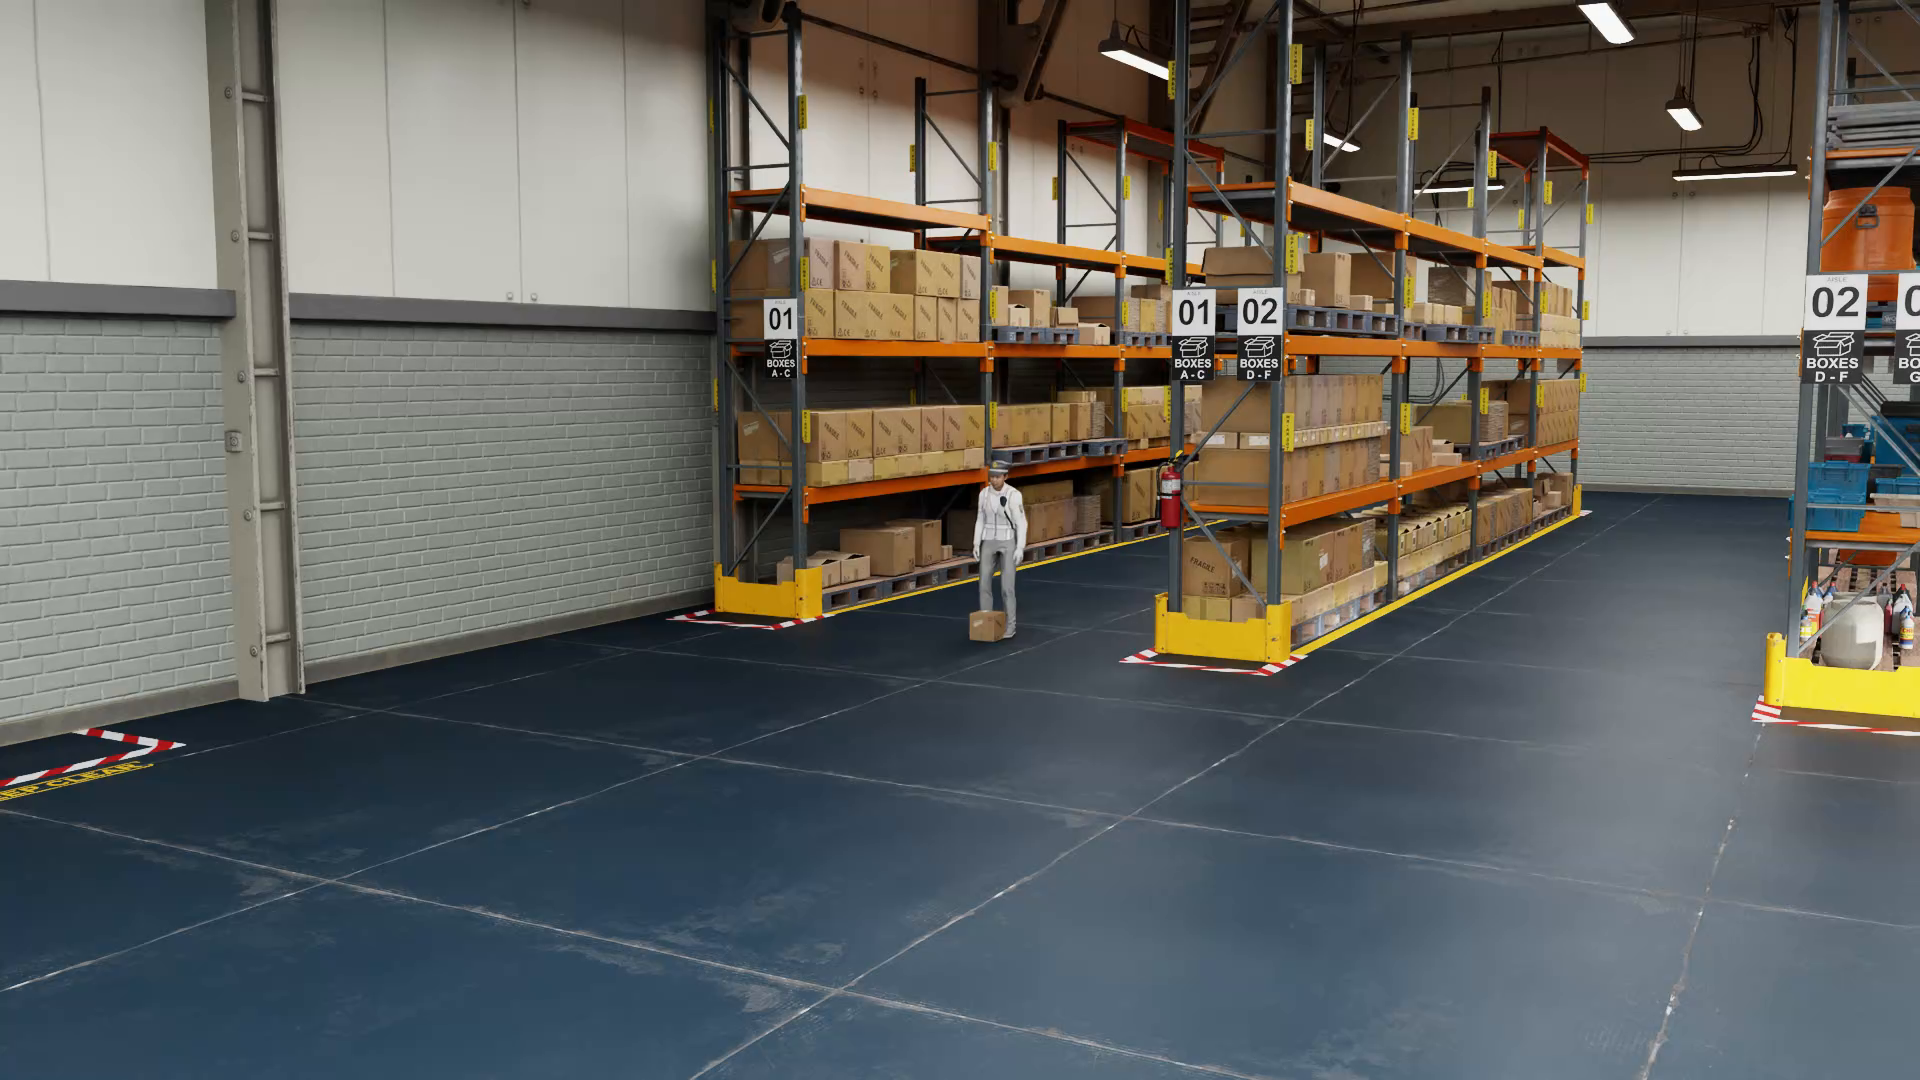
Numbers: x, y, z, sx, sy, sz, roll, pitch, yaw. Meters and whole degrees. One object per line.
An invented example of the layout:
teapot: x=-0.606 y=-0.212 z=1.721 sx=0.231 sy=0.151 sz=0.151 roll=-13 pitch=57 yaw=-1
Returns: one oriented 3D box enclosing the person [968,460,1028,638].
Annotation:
person: x=0.368 y=0.076 z=15.639 sx=0.528 sy=1.662 sz=0.375 roll=3 pitch=7 yaw=26
